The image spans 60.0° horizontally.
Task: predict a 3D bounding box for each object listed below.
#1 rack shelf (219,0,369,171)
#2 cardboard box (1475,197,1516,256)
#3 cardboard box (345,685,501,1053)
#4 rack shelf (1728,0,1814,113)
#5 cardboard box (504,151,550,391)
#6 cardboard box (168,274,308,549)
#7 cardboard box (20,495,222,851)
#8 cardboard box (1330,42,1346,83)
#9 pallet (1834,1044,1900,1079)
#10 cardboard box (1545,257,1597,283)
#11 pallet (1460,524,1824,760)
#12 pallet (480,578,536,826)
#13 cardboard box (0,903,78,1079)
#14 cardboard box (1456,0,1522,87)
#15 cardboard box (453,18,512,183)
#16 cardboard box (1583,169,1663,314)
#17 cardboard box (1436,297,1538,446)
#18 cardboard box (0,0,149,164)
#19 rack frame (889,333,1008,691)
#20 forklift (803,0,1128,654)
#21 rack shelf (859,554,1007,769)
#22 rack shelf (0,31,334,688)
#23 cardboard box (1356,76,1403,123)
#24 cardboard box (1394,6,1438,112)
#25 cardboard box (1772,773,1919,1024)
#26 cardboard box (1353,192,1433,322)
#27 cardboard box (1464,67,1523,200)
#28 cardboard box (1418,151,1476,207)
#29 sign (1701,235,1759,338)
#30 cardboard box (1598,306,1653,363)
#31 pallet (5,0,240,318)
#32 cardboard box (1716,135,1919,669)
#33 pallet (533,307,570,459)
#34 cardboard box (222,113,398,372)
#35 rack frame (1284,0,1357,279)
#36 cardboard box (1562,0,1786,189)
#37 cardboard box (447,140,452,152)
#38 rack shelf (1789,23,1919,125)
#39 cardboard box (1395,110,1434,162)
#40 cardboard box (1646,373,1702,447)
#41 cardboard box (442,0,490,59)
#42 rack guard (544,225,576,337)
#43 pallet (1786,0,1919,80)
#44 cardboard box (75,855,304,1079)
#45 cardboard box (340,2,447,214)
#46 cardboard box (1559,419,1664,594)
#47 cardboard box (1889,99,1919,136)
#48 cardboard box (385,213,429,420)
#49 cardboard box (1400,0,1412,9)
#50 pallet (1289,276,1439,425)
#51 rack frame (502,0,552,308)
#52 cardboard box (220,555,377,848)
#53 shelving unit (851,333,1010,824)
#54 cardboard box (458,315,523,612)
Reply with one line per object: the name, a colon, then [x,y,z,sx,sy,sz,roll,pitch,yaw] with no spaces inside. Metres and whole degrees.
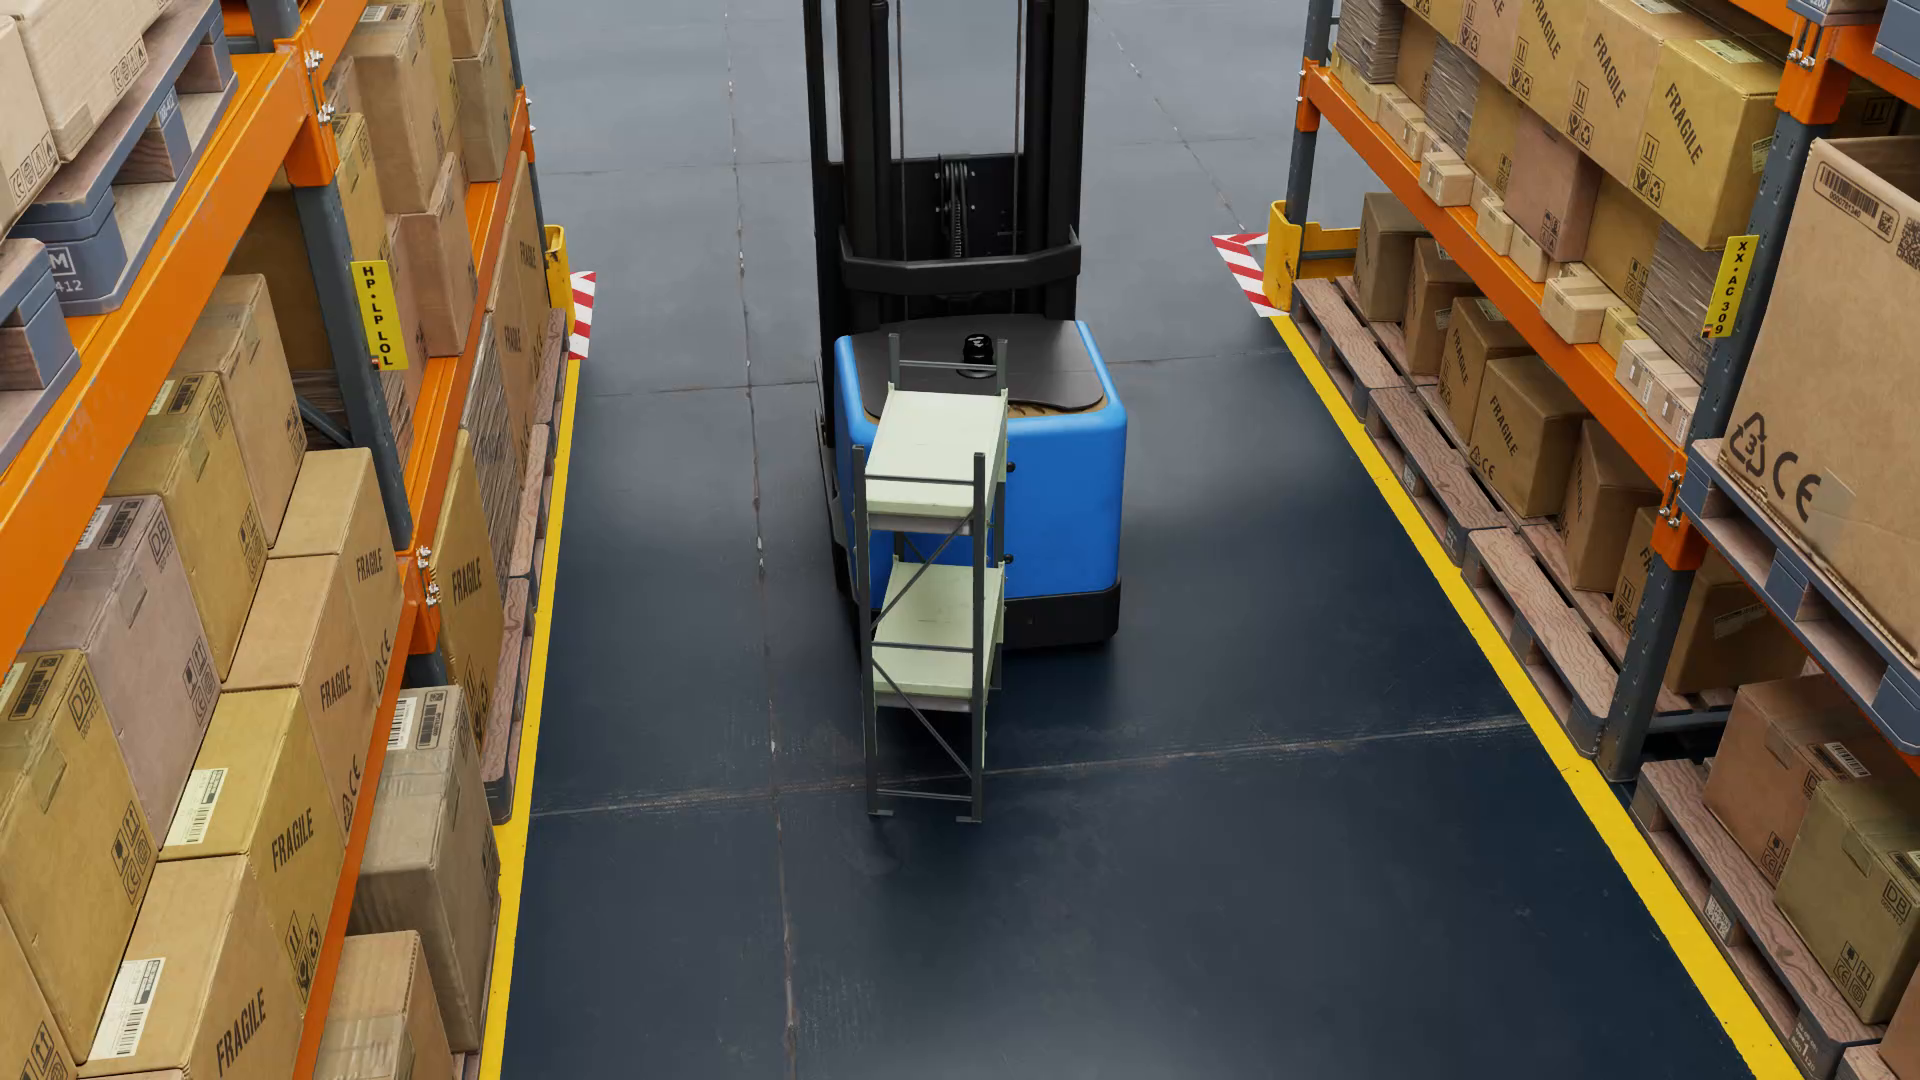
rack shelf: [-2.384,-2.173,5.750,1.077,0.370,4.000,-4,35,-6]
cardboard box: [2.306,-1.266,6.667,0.380,0.149,0.250,-4,35,-6]
cardboard box: [-1.942,0.981,4.771,1.050,0.750,0.750,-5,35,-7]
rack shelf: [2.544,-2.492,6.218,1.077,0.370,4.000,-4,35,-6]
cardboard box: [-2.496,-1.269,7.962,0.875,0.875,0.875,-4,34,-6]
cardboard box: [-2.043,-0.292,4.039,0.700,0.500,0.500,-5,35,-7]
cardboard box: [-1.904,0.277,3.204,0.700,0.500,0.500,-4,34,-6]
cardboard box: [2.078,-2.385,8.309,0.380,0.149,0.250,-4,35,-6]
pallet: [3.087,1.835,4.370,1.003,0.211,1.213,-4,35,-6]
cardboard box: [2.448,-0.993,6.266,0.380,0.149,0.250,-4,35,-6]
pallet: [2.688,0.346,6.554,1.003,0.211,1.213,-4,35,-6]
pallet: [-2.140,0.608,6.171,1.003,0.211,1.213,-4,35,-6]
cardboard box: [-1.768,0.844,2.372,0.700,0.500,0.500,-5,35,-7]
cardboard box: [2.282,-2.079,6.396,0.500,0.500,0.500,-4,35,-6]
cardboard box: [-2.463,-1.900,7.241,0.875,0.550,0.550,-4,35,-6]
cardboard box: [2.782,-1.135,5.900,0.875,0.500,0.500,-4,35,-6]
cardboard box: [2.523,-0.775,7.570,0.500,0.500,0.500,-1,34,-2]
cardboard box: [-1.731,-0.835,2.819,0.500,0.250,0.500,-5,35,-7]
rack frame: [-0.040,-0.058,6.004,0.400,1.500,0.023,4,34,5]
forklift: [-0.087,-1.562,6.940,1.130,2.935,3.031,-5,35,-7]
rack shelf: [-0.082,0.416,5.887,0.431,0.370,0.720,4,34,5]
rack shelf: [-1.846,0.059,2.475,1.077,0.370,4.000,-4,35,-6]
cardboard box: [2.111,-2.103,7.896,0.380,0.149,0.250,-4,35,-6]
cardboard box: [2.508,-2.251,7.537,0.875,0.500,0.500,-4,35,-6]
cardboard box: [2.920,1.029,4.905,0.700,0.500,0.500,-5,35,-7]
cardboard box: [2.343,-1.457,8.571,0.500,0.500,0.500,2,34,2]
cardboard box: [2.588,-1.689,6.712,0.875,0.500,0.500,-4,35,-6]
cardboard box: [2.183,-1.541,7.070,0.380,0.149,0.250,-4,35,-6]
sign: [2.277,-0.746,4.913,0.100,0.325,0.005,-4,35,-6]
cardboard box: [2.495,-0.712,5.854,0.380,0.149,0.250,-4,35,-6]
pallet: [-1.943,-0.767,3.218,0.805,0.209,1.217,-6,35,-8]
cardboard box: [2.782,-0.401,4.270,1.000,1.000,1.000,-4,34,-6]
pallet: [-2.468,-0.754,8.169,1.003,0.211,1.213,-4,35,-6]
cardboard box: [-2.131,-0.831,4.714,0.875,0.550,0.550,-4,35,-6]
rack frame: [2.275,-2.666,8.498,1.000,3.000,0.127,-4,35,-6]
cardboard box: [2.412,-1.520,5.577,0.500,0.500,0.500,-4,35,-6]
cardboard box: [-2.400,-1.285,6.339,0.875,0.550,0.500,-4,35,-6]
rack shelf: [3.082,-0.260,2.943,1.077,0.370,4.000,-4,35,-6]
cardboard box: [2.192,-1.825,7.488,0.380,0.149,0.250,-4,35,-6]
cardboard box: [2.493,-0.428,5.437,0.380,0.149,0.250,-4,35,-6]
cardboard box: [-2.476,-2.345,6.935,0.875,0.550,0.550,-4,35,-6]
rack guard: [-2.656,-1.327,8.753,1.175,0.500,0.348,-4,35,-6]
pallet: [2.791,-1.243,3.914,1.213,0.211,1.003,-4,35,-6]
cardboard box: [-1.573,0.962,3.086,0.500,0.500,0.500,-5,35,-7]
cardboard box: [-2.256,-1.441,5.609,0.875,0.550,0.550,-4,35,-6]
cardboard box: [2.715,-0.120,6.609,0.500,0.500,0.500,6,35,9]
cardboard box: [3.005,-1.282,5.226,0.500,0.500,0.500,-4,35,-6]
cardboard box: [-2.273,-0.687,5.461,0.875,0.550,0.550,-4,35,-6]
cardboard box: [2.140,-2.636,7.214,0.500,0.500,0.500,-4,35,-6]
pallet: [2.360,-1.015,8.552,1.003,0.211,1.213,-4,35,-6]
rack frame: [-2.653,-2.347,8.030,1.000,3.000,0.127,-4,35,-6]
cardboard box: [-1.712,0.397,3.915,0.500,0.500,0.500,-5,35,-7]
shelving unit: [-0.082,0.147,5.703,0.431,1.500,0.755,4,34,5]
cardboard box: [-2.255,-0.269,6.495,0.875,0.875,0.875,-4,34,-6]
